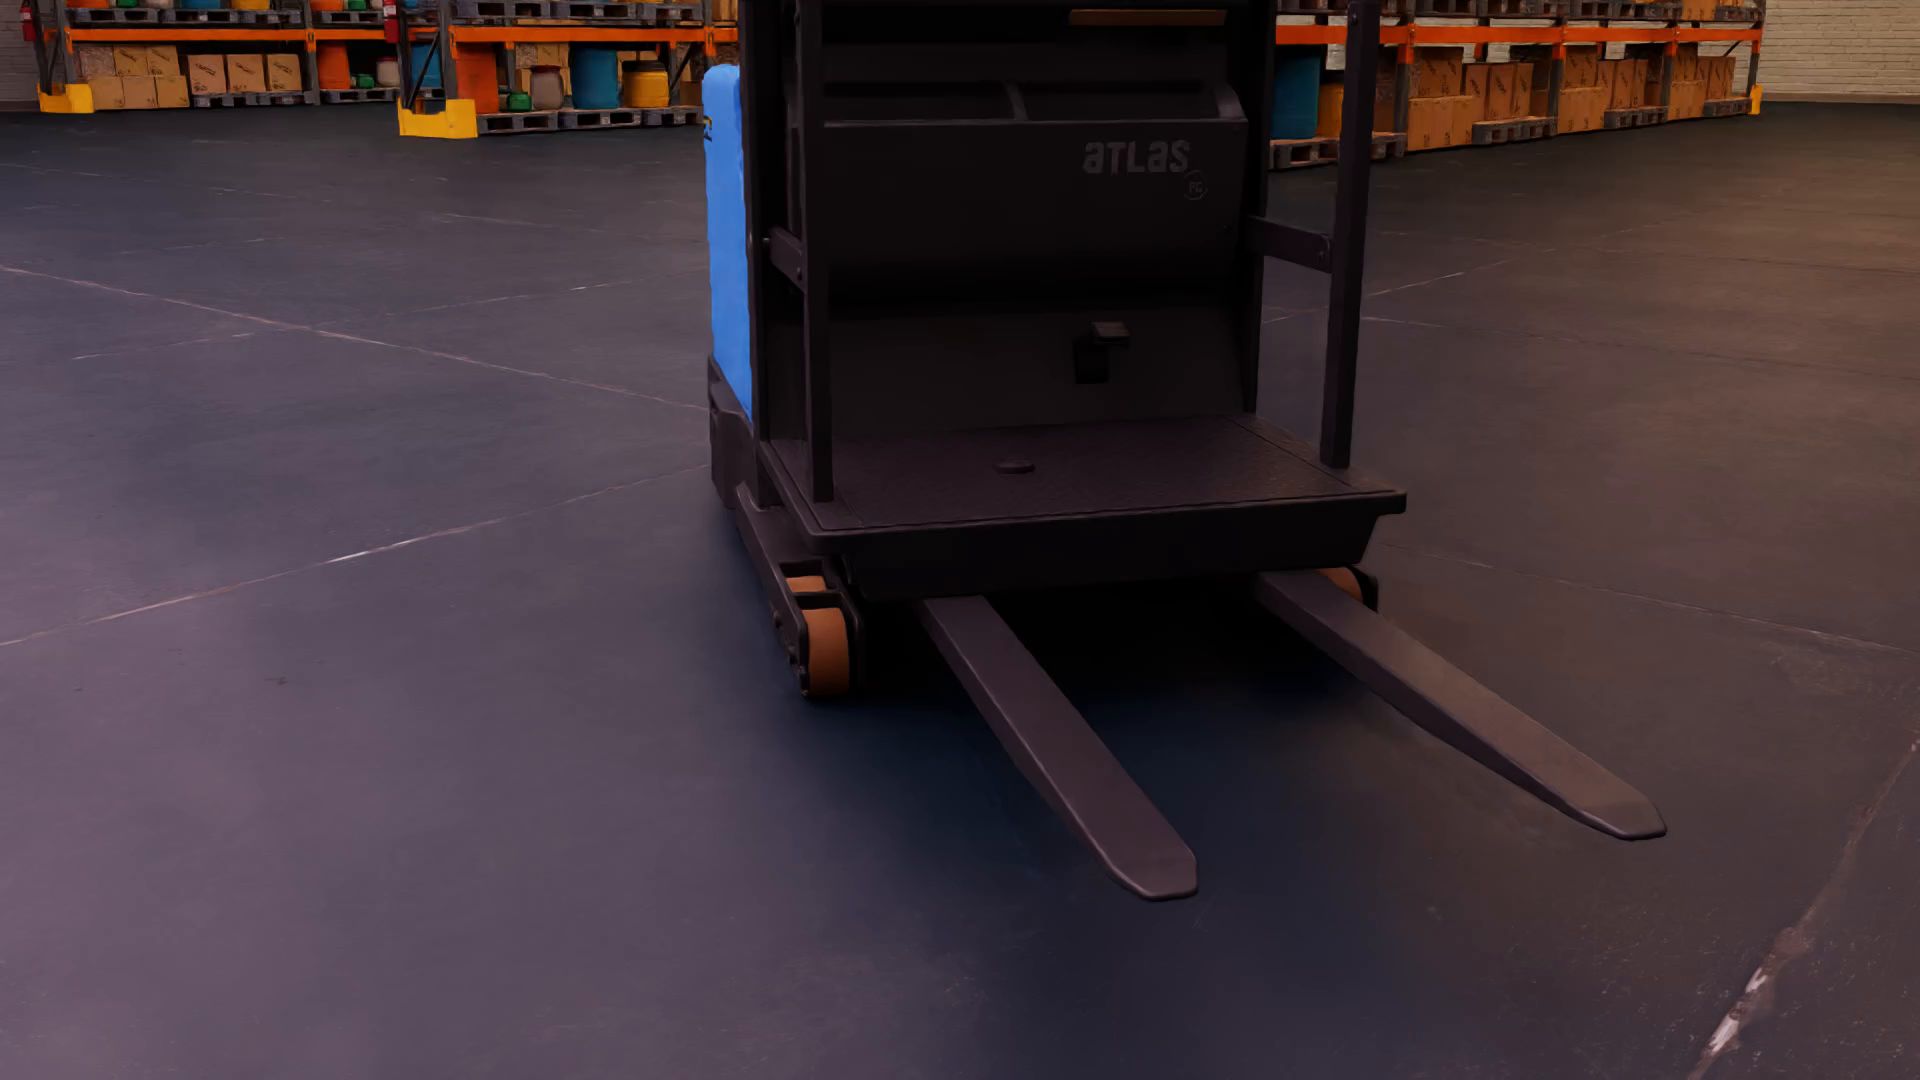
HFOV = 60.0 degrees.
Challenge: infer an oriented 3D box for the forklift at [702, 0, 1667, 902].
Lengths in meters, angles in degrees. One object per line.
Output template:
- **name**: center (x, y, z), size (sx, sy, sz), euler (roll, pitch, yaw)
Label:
- **forklift**: center (0.168, -1.239, 2.979), size (1.130, 2.935, 3.031), euler (-4, 17, -13)
